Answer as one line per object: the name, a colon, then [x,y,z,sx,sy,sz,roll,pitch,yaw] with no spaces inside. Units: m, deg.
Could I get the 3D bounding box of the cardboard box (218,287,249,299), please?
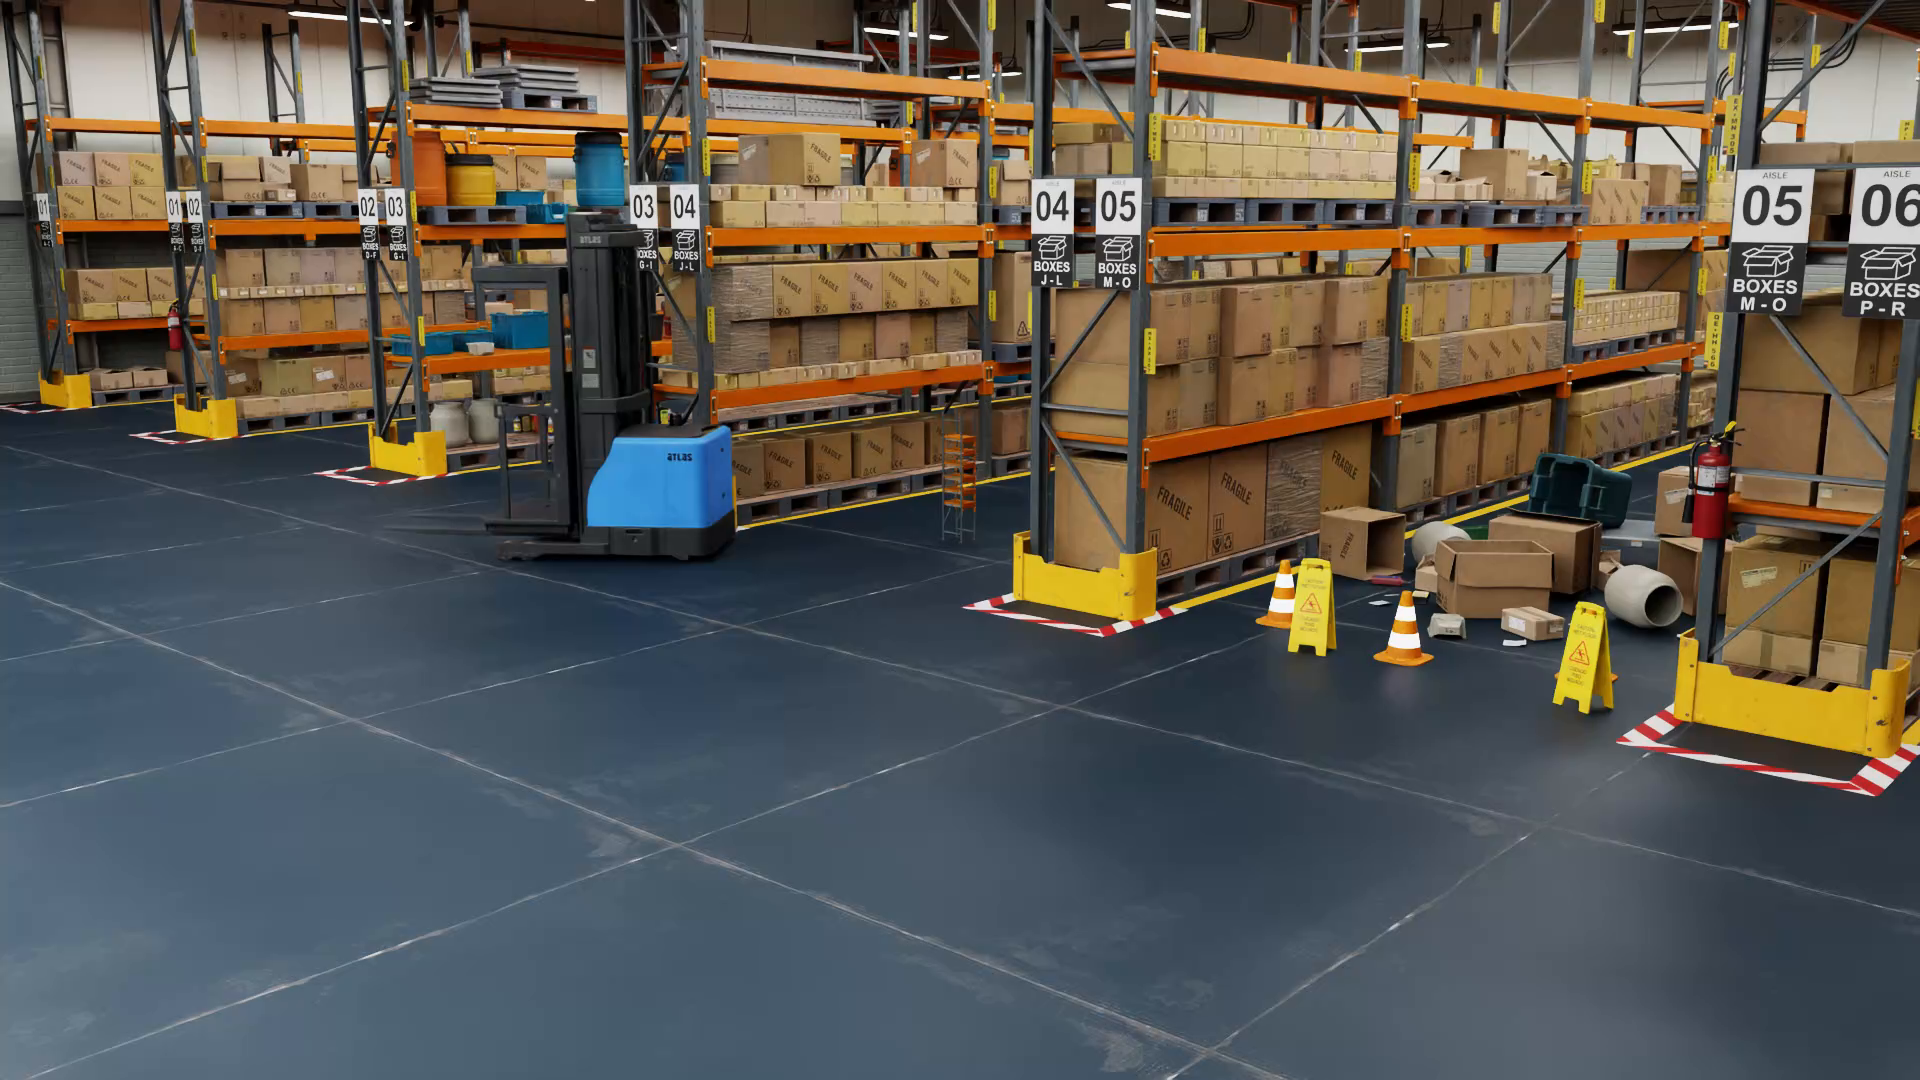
cardboard box: [-9.720,-3.306,22.235,0.380,0.149,0.250,10,15,40]

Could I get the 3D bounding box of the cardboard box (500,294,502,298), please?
cardboard box: [-8.560,-4.694,31.683,0.380,0.149,0.250,10,15,41]

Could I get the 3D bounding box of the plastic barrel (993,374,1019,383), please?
plastic barrel: [0.660,-3.029,27.042,0.600,0.901,0.708,10,15,40]

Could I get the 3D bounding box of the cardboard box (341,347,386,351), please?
cardboard box: [-8.701,-2.548,24.384,0.500,0.500,0.500,10,15,40]

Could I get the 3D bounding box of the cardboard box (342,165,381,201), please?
cardboard box: [-8.682,-5.068,23.615,0.637,0.503,0.797,-10,15,-41]

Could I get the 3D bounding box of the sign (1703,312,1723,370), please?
sign: [4.339,-1.144,9.558,0.100,0.325,0.005,10,15,40]

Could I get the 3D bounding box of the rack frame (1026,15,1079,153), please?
rack frame: [1.499,-6.976,27.201,1.000,3.000,0.127,10,15,40]

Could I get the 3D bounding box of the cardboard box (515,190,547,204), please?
cardboard box: [-6.725,-5.272,25.639,0.500,0.250,0.500,8,14,35]

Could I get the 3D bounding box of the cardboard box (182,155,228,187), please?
cardboard box: [-12.041,-5.889,26.559,0.500,0.500,0.500,9,14,38]

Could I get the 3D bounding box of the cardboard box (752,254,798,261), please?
cardboard box: [-4.103,-5.866,36.193,0.980,0.700,0.700,10,15,40]

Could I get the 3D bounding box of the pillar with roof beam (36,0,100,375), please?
pillar with roof beam: [-10.818,-6.149,23.063,9.100,9.000,0.548,10,15,40]

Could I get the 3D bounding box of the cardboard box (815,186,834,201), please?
cardboard box: [-1.462,-3.419,16.414,0.380,0.149,0.250,9,14,38]

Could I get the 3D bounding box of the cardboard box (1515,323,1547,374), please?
cardboard box: [5.813,-2.024,17.469,0.500,0.500,0.500,10,15,40]

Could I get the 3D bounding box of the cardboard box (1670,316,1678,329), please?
cardboard box: [8.765,-2.736,20.860,0.380,0.149,0.250,9,15,39]

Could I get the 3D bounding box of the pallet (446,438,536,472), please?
pallet: [-5.867,-1.037,19.904,1.003,0.211,1.213,10,15,40]

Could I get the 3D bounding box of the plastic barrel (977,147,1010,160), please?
plastic barrel: [0.488,-5.686,26.048,0.600,0.901,0.708,10,15,40]

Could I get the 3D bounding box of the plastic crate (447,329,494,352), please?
plastic crate: [-5.883,-2.403,20.001,0.499,0.251,0.408,10,15,40]

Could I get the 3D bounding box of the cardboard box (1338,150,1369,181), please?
cardboard box: [3.132,-3.179,14.144,0.500,0.250,0.500,10,15,40]

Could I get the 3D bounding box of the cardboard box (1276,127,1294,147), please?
cardboard box: [2.426,-3.198,13.224,0.380,0.149,0.250,10,15,41]

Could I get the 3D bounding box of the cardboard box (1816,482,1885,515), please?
cardboard box: [5.122,-0.247,9.469,0.380,0.149,0.250,10,15,41]

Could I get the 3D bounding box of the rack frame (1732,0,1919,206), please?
rack frame: [4.743,-3.289,8.740,1.000,3.000,0.127,10,15,40]

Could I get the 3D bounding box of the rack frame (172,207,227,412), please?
rack frame: [-10.140,-2.909,22.158,1.000,3.000,0.127,10,15,40]

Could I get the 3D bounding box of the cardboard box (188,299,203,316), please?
cardboard box: [-12.295,-3.743,26.663,0.500,0.250,0.500,10,15,41]

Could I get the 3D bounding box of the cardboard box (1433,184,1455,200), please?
cardboard box: [4.469,-3.284,15.687,0.250,0.149,0.380,10,15,40]

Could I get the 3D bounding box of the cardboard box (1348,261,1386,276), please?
cardboard box: [6.059,-3.943,25.039,0.500,0.500,0.500,10,15,40]

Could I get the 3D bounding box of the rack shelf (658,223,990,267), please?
rack shelf: [-1.381,-3.040,16.993,1.077,0.370,4.000,10,15,40]

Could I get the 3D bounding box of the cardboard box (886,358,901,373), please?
cardboard box: [-0.845,-1.846,17.477,0.380,0.149,0.250,10,15,40]

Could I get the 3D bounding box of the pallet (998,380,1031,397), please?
pallet: [0.959,-2.558,27.520,1.003,0.211,1.213,10,15,40]

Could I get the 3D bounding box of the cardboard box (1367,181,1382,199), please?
cardboard box: [3.432,-3.031,14.423,0.380,0.149,0.250,10,15,41]

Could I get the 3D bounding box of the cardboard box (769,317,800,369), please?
cardboard box: [-2.078,-1.989,16.537,0.875,0.500,0.500,10,15,40]

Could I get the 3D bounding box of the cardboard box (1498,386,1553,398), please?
cardboard box: [6.493,-1.631,19.154,0.500,0.250,0.500,9,15,39]

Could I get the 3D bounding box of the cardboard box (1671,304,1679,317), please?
cardboard box: [8.765,-2.882,20.831,0.380,0.149,0.250,10,15,42]

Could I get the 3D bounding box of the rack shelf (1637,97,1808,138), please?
rack shelf: [10.199,-5.619,22.254,1.077,0.370,4.000,10,15,40]

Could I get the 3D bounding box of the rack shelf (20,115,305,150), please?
rack shelf: [-12.544,-6.431,26.319,1.077,0.370,4.000,10,15,40]

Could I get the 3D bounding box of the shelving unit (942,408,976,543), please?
shelving unit: [-0.010,-0.586,15.122,0.258,1.200,0.189,10,15,40]

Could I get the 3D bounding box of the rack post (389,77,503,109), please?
rack post: [-5.827,-5.060,18.885,0.954,0.300,0.937,-10,15,-41]

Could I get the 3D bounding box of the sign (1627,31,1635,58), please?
sign: [8.483,-6.249,20.975,0.100,0.325,0.005,10,15,40]

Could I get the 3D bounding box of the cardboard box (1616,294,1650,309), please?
cardboard box: [8.074,-2.876,20.040,0.380,0.149,0.250,9,14,39]

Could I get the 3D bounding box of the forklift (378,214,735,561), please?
forklift: [-3.593,-1.361,14.580,3.031,2.935,1.130,1,11,6]

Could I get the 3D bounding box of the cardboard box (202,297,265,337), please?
cardboard box: [-9.823,-3.025,22.484,0.700,0.500,0.500,10,15,40]

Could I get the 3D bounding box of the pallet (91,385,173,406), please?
pallet: [-13.251,-2.308,26.267,1.003,0.211,1.213,10,15,40]

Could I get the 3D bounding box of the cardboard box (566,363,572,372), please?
cardboard box: [-6.365,-2.808,26.169,0.500,0.311,0.500,9,14,38]

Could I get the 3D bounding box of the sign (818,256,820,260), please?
sign: [-2.632,-5.168,31.259,0.100,0.325,0.005,10,15,40]

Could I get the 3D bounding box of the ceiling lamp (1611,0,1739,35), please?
ceiling lamp: [11.537,-9.854,26.705,2.000,3.185,0.800,10,15,40]

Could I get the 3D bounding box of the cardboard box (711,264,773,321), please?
cardboard box: [-2.134,-2.359,15.835,0.500,0.500,0.500,10,15,40]

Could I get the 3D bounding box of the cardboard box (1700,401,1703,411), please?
cardboard box: [9.592,-1.793,22.013,0.380,0.149,0.250,10,15,40]

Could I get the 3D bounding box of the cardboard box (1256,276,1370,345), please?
cardboard box: [3.053,-2.018,14.554,0.875,0.550,0.550,10,15,40]

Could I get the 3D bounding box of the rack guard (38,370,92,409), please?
rack guard: [-13.814,-2.335,25.663,1.175,0.500,0.348,10,15,40]

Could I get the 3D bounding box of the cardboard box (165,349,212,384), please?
cardboard box: [-12.441,-2.815,26.943,0.700,0.500,0.500,9,14,37]

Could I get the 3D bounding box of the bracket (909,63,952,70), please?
bracket: [-0.454,-11.396,40.143,0.076,0.066,3.189,10,15,40]

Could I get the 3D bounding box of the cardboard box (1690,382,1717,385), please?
cardboard box: [10.120,-2.056,22.575,0.380,0.149,0.250,9,14,38]

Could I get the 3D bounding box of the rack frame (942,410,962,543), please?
rack frame: [-0.070,-0.573,15.054,0.240,1.200,0.006,10,15,40]

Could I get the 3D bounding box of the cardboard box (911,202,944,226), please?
cardboard box: [-0.518,-3.438,17.527,0.500,0.250,0.500,10,15,42]

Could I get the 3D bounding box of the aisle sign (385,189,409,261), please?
aisle sign: [-6.249,-3.495,18.452,0.394,0.787,0.004,10,15,40]

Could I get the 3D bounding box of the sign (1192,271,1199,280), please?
sign: [2.993,-3.265,21.186,0.100,0.325,0.005,10,15,40]

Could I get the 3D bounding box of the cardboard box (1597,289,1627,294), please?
cardboard box: [8.273,-3.113,21.230,0.380,0.149,0.250,11,16,43]

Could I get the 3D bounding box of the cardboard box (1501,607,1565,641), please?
cardboard box: [4.090,0.597,11.880,0.250,0.149,0.380,-4,12,-18]
